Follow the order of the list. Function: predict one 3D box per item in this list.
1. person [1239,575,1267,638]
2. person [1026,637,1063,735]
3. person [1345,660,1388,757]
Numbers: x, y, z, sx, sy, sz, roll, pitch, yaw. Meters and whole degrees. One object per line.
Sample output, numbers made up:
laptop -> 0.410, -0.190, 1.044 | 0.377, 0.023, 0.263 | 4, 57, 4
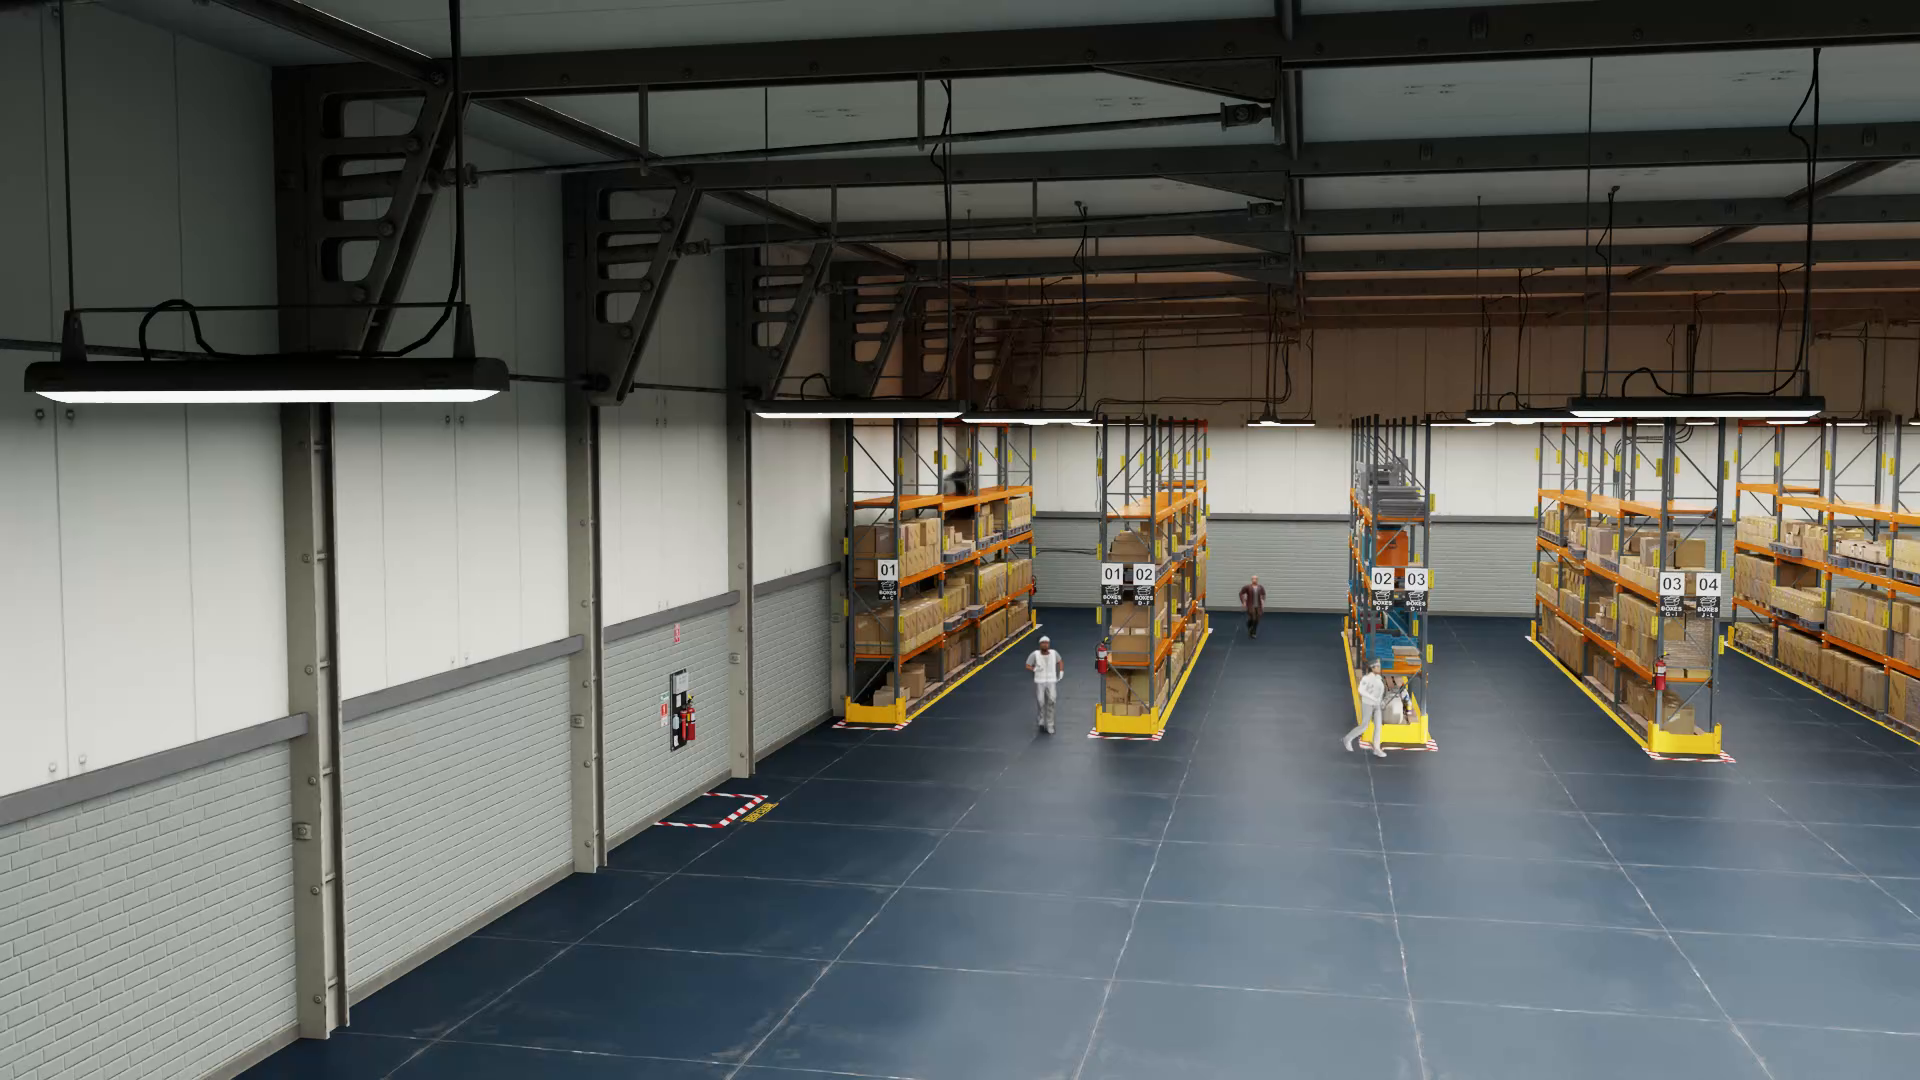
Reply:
person -> 8.039, 1.828, 45.414 | 0.723, 1.735, 0.689 | -1, 4, -10
person -> 1.619, 2.743, 31.501 | 0.741, 1.812, 0.871 | 0, 4, -6
person -> 7.283, 2.934, 29.284 | 0.660, 1.665, 0.797 | -3, 5, -41
